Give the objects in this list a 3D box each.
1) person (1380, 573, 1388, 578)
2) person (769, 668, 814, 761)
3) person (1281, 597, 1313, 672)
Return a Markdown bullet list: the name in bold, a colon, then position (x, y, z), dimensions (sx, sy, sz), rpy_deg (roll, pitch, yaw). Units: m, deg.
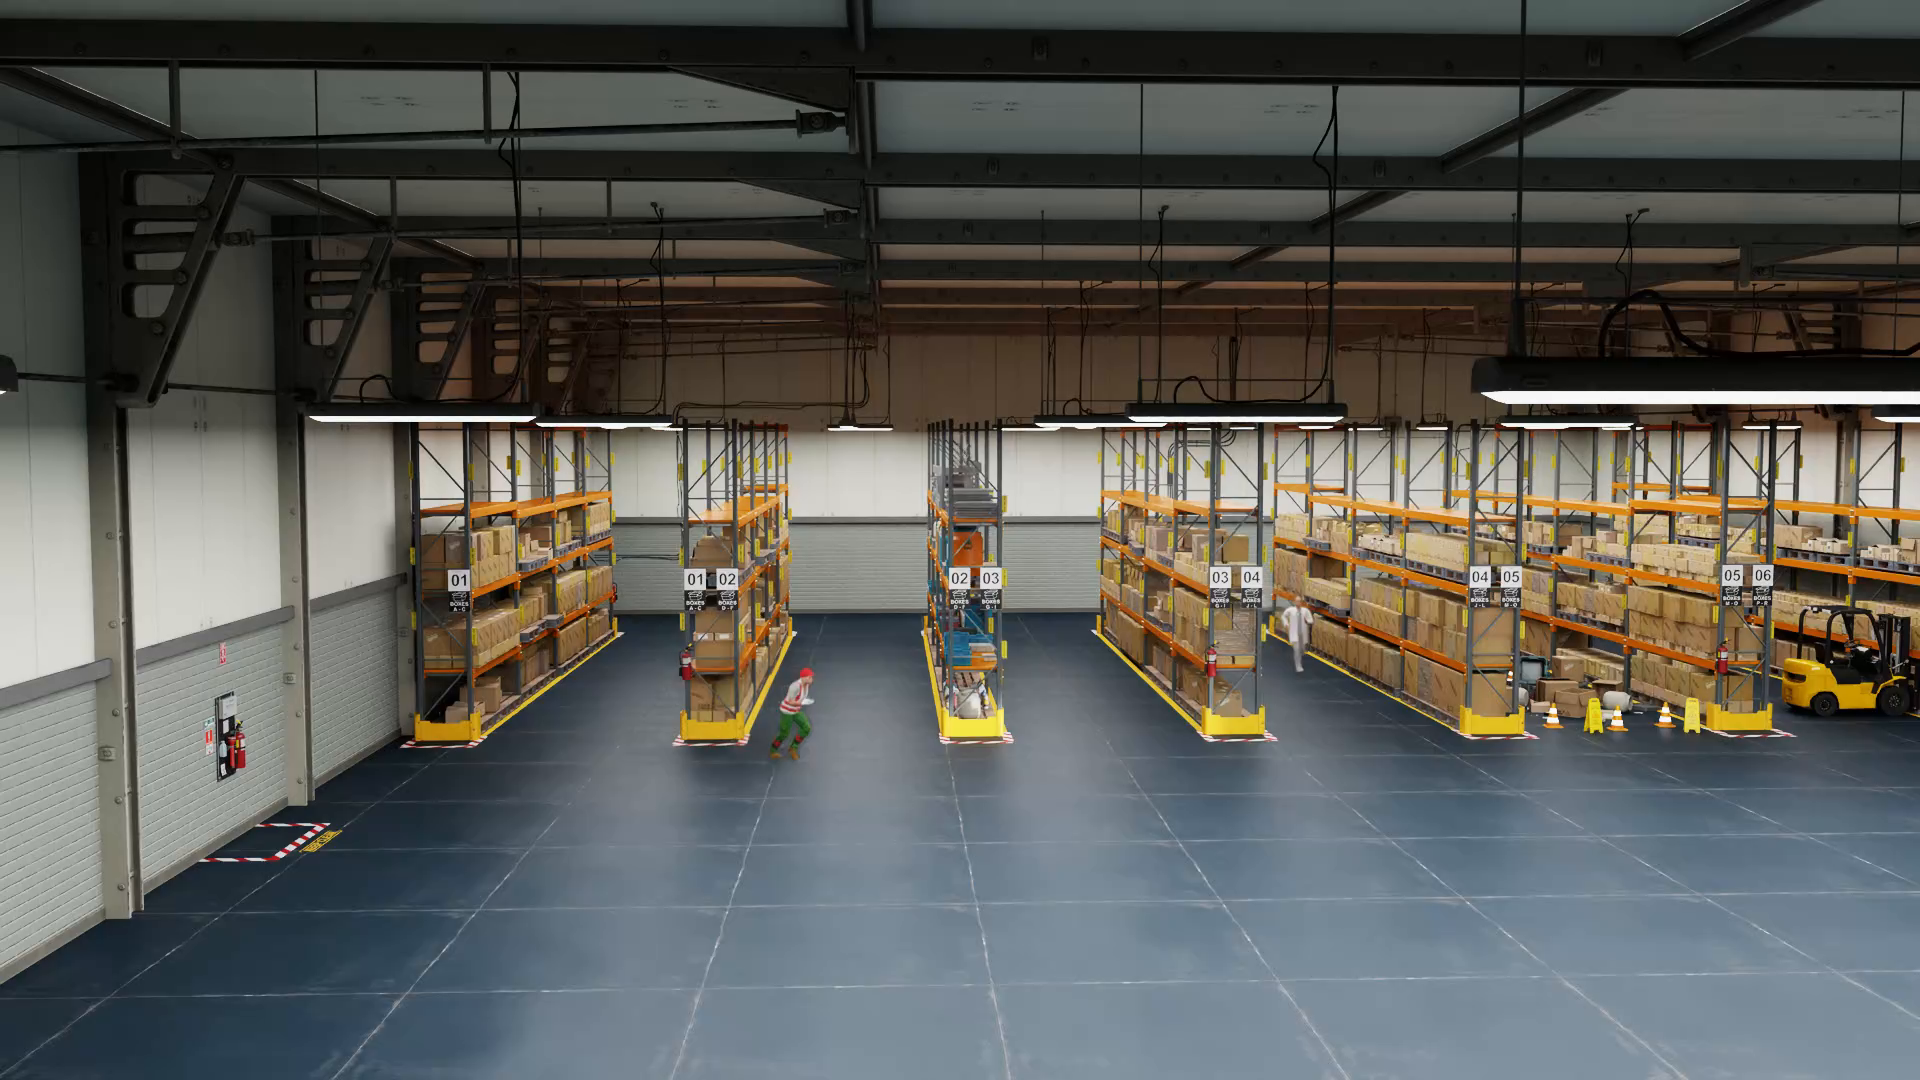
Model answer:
- **person**: position (12.613, 1.769, 49.331), dimensions (0.599, 1.616, 0.578), rpy_deg (0, 4, 0)
- **person**: position (-2.903, 3.040, 29.067), dimensions (0.974, 1.655, 0.700), rpy_deg (2, 4, 26)
- **person**: position (8.149, 2.249, 40.075), dimensions (0.709, 1.754, 1.057), rpy_deg (0, 4, -3)
